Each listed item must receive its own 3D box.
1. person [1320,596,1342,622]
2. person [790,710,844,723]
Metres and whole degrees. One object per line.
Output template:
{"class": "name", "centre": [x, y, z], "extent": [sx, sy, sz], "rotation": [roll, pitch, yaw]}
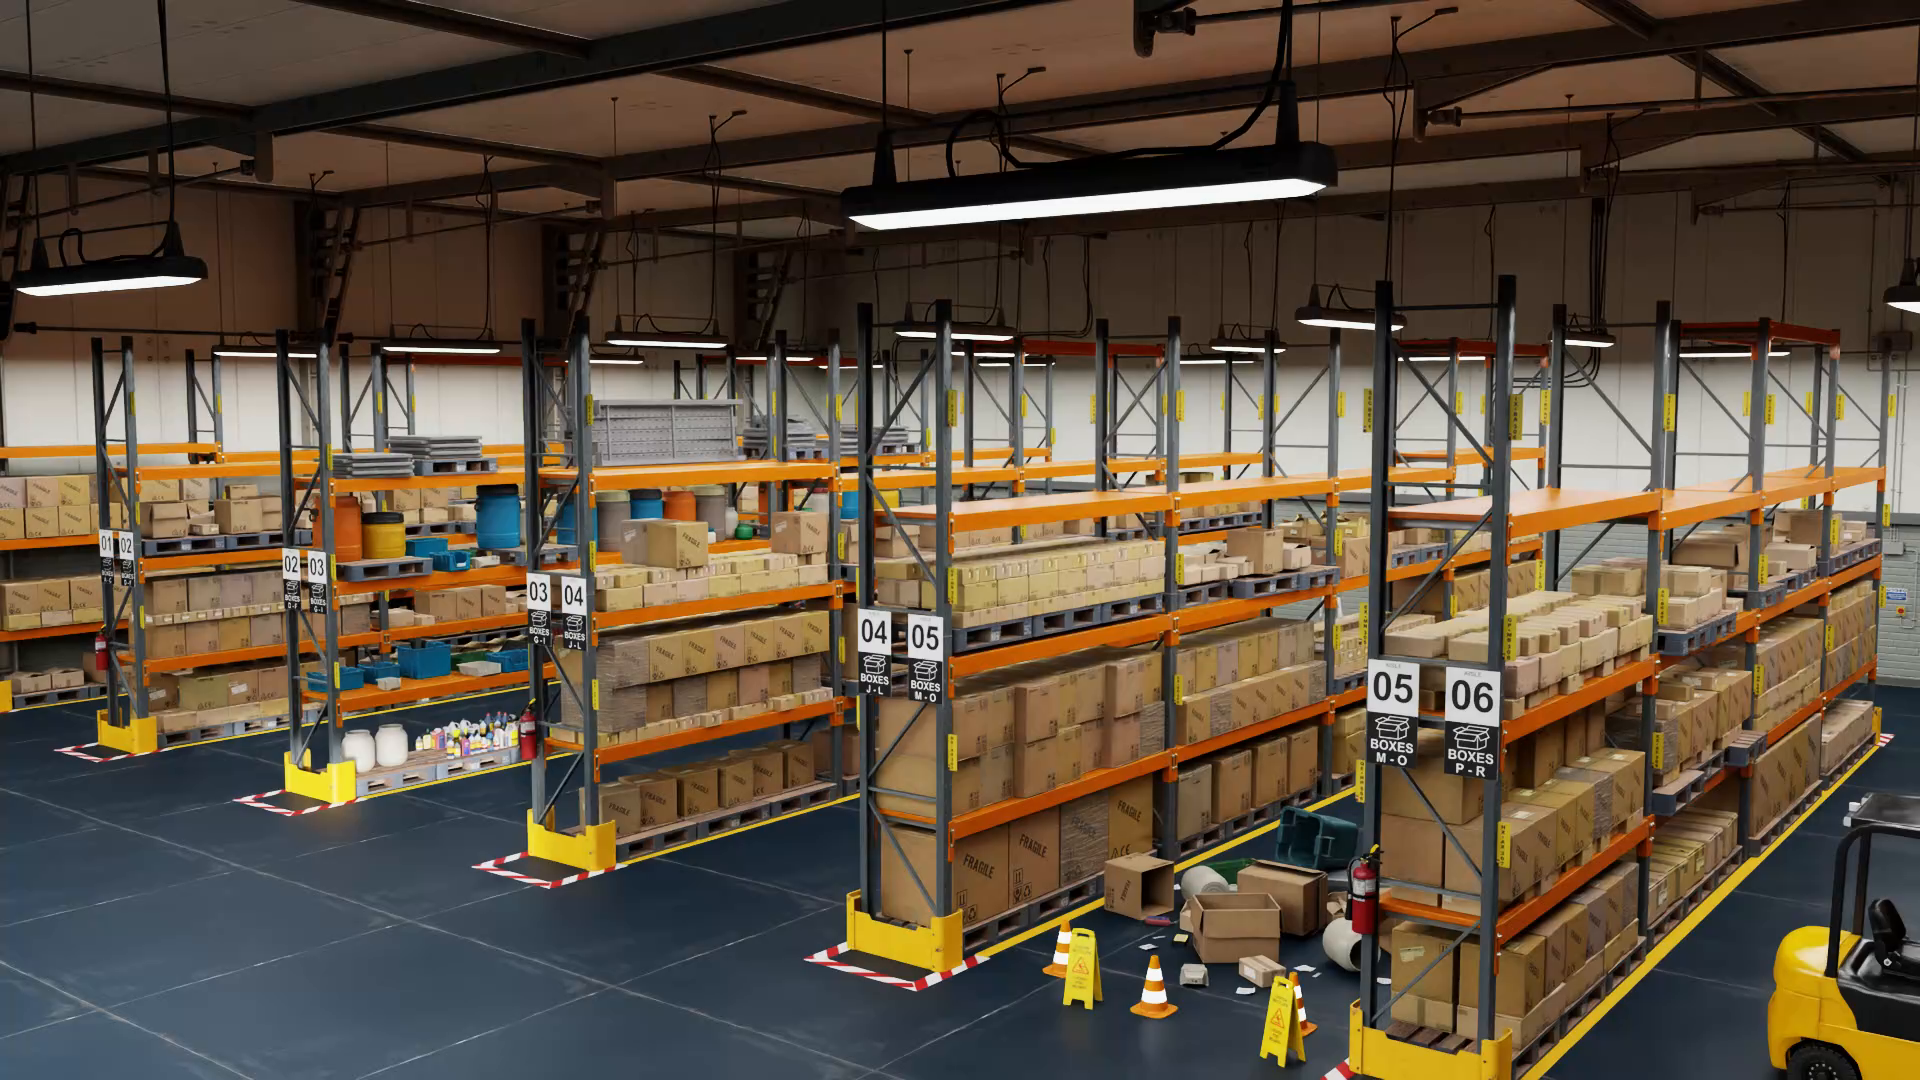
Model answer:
{"class": "person", "centre": [7.113, 1.606, 31.912], "extent": [0.416, 1.521, 1.003], "rotation": [1, 5, 10]}
{"class": "person", "centre": [-2.247, 1.986, 26.358], "extent": [0.674, 1.726, 1.081], "rotation": [3, 6, 28]}
